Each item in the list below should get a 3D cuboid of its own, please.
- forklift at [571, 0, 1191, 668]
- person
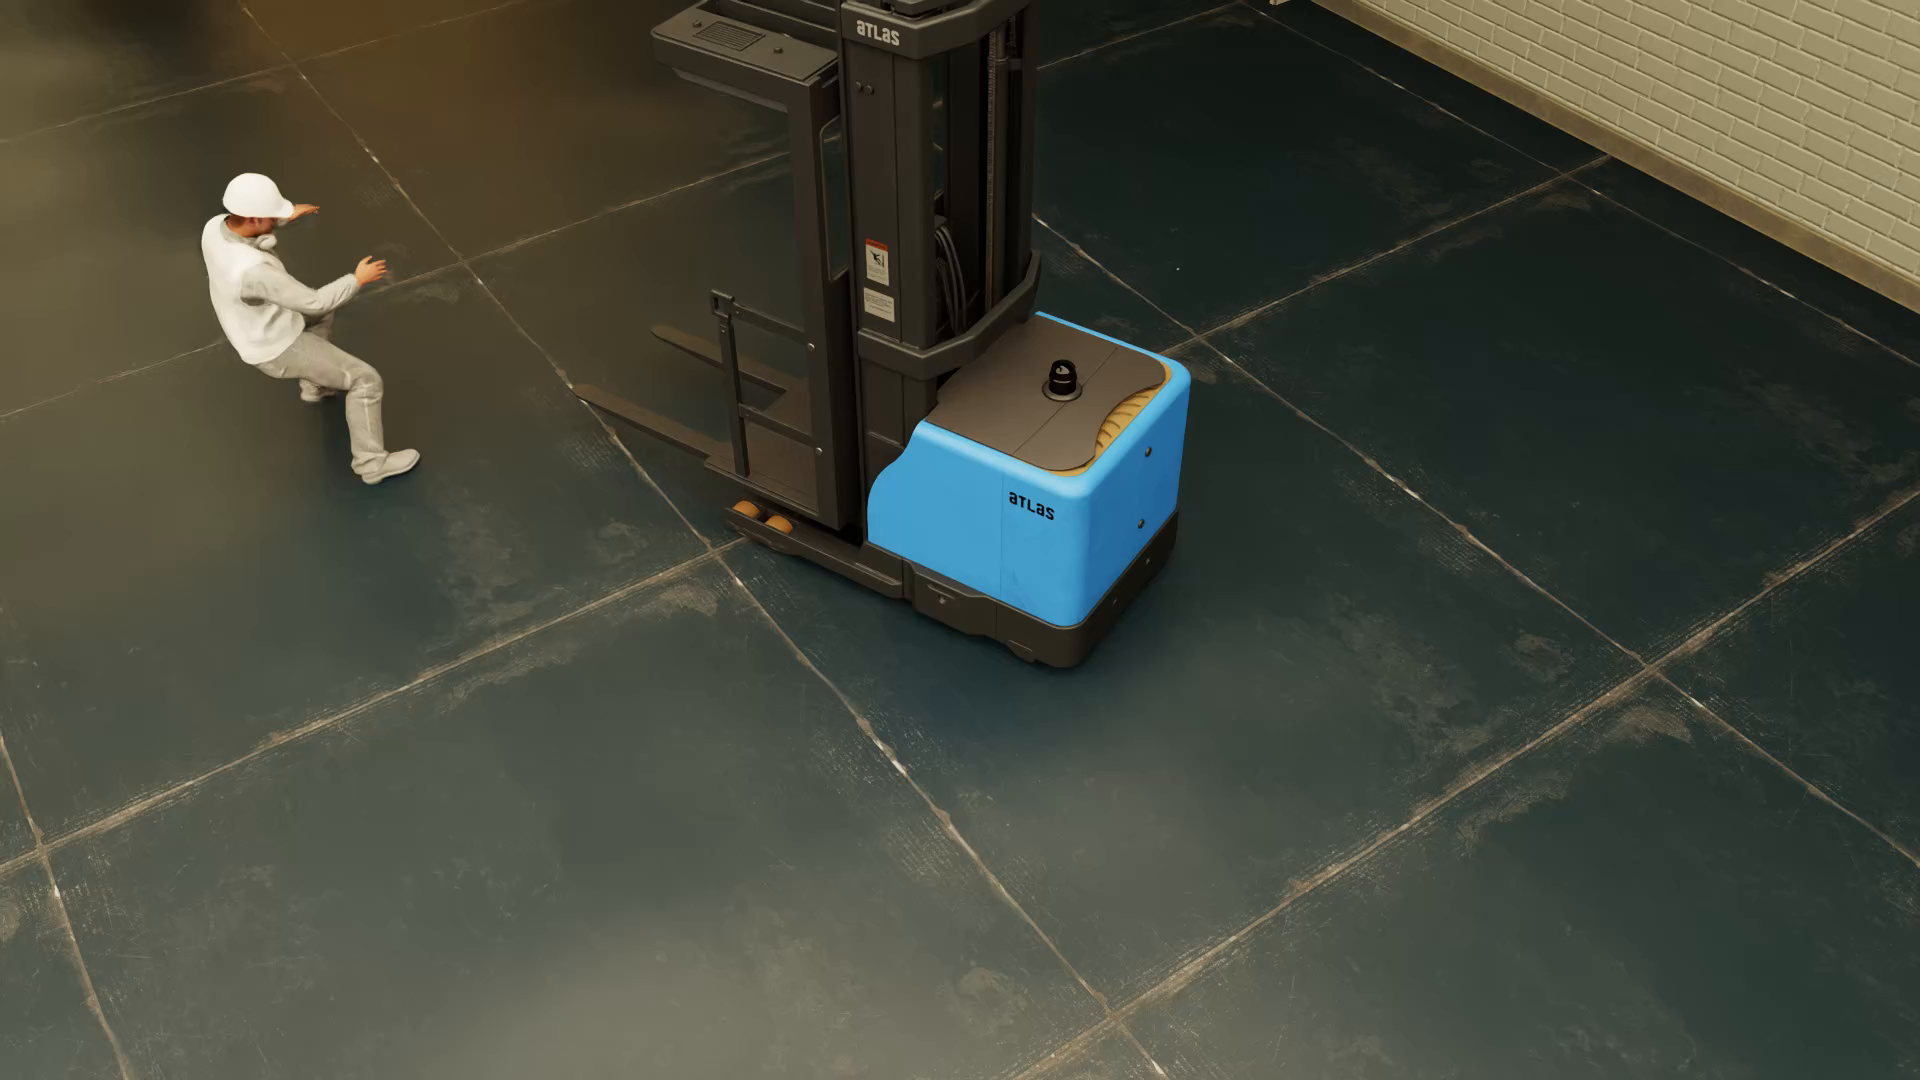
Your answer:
[{"bbox_3d":[-0.511,-1.302,7.129,3.031,2.935,1.130,24,48,24],"label":"forklift"},{"bbox_3d":[-3.123,-1.108,7.934,0.769,1.558,0.943,-25,48,-25],"label":"person"}]
